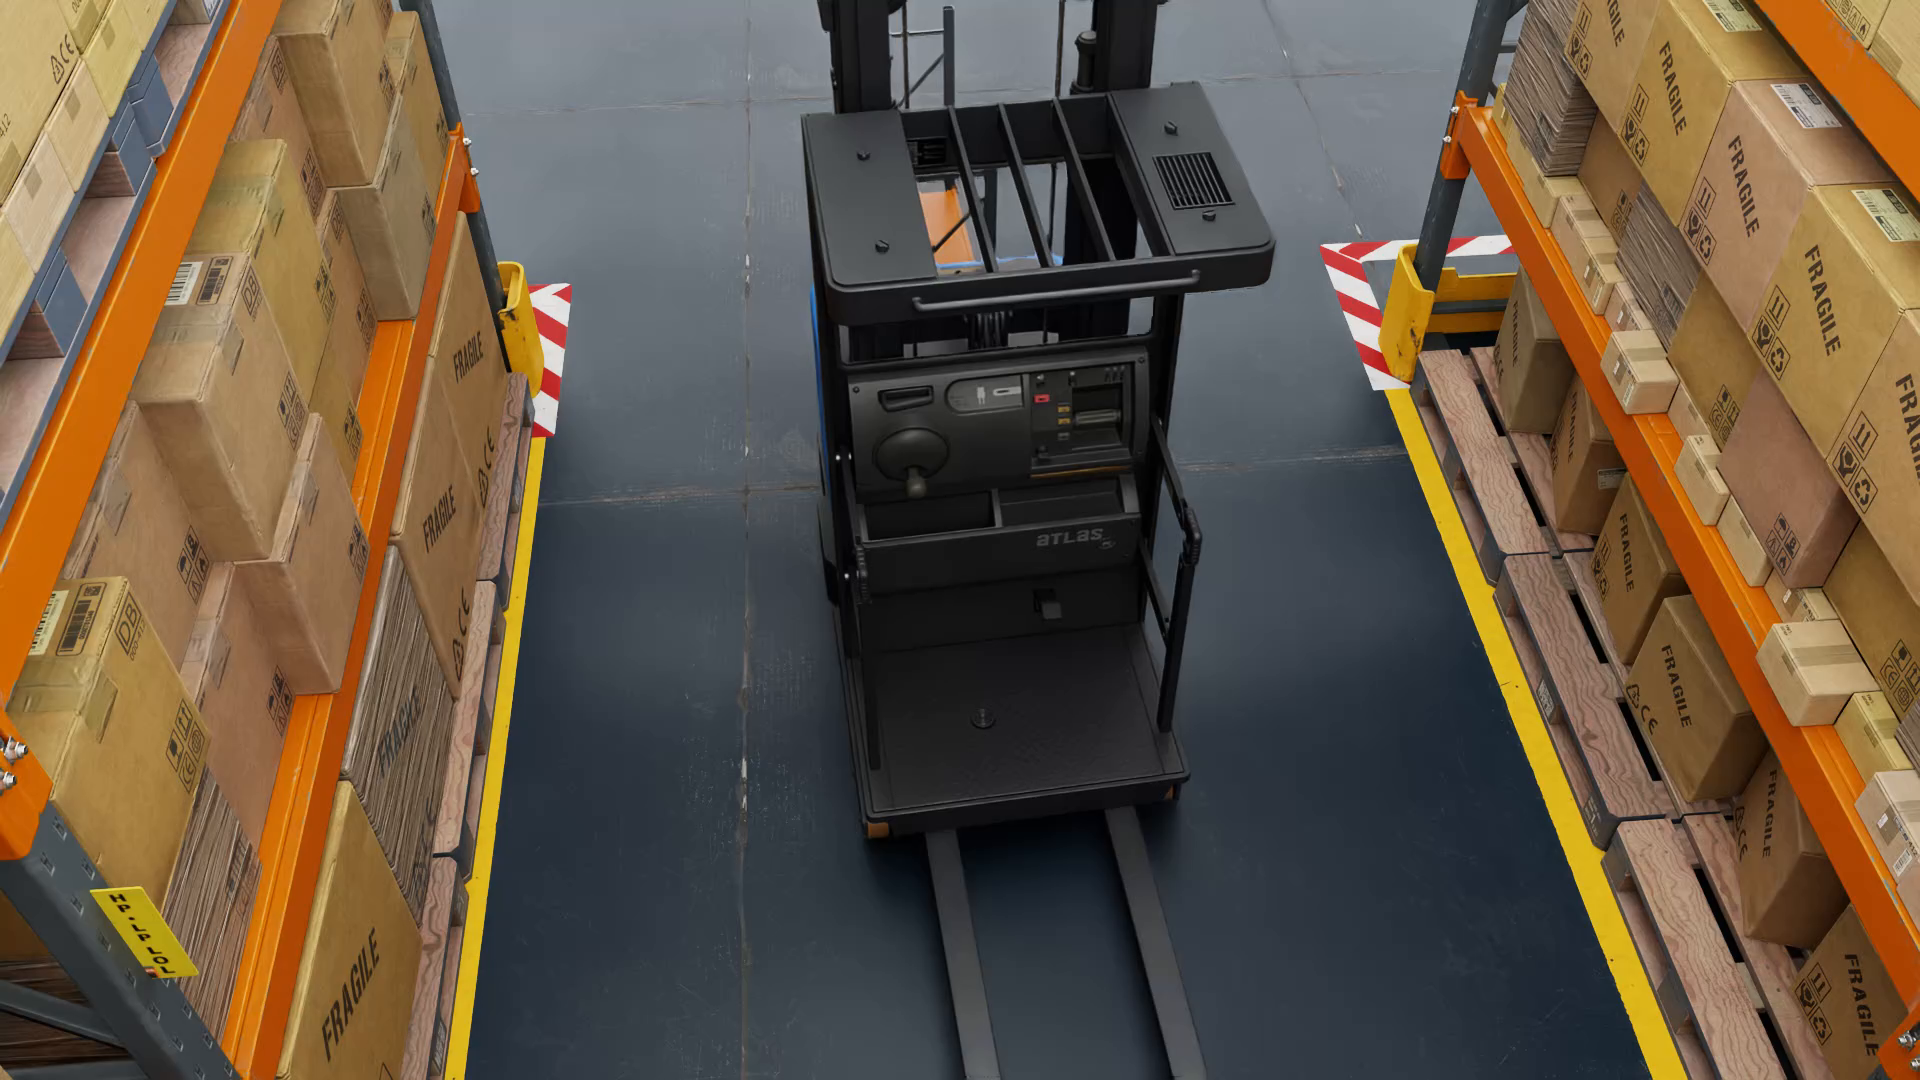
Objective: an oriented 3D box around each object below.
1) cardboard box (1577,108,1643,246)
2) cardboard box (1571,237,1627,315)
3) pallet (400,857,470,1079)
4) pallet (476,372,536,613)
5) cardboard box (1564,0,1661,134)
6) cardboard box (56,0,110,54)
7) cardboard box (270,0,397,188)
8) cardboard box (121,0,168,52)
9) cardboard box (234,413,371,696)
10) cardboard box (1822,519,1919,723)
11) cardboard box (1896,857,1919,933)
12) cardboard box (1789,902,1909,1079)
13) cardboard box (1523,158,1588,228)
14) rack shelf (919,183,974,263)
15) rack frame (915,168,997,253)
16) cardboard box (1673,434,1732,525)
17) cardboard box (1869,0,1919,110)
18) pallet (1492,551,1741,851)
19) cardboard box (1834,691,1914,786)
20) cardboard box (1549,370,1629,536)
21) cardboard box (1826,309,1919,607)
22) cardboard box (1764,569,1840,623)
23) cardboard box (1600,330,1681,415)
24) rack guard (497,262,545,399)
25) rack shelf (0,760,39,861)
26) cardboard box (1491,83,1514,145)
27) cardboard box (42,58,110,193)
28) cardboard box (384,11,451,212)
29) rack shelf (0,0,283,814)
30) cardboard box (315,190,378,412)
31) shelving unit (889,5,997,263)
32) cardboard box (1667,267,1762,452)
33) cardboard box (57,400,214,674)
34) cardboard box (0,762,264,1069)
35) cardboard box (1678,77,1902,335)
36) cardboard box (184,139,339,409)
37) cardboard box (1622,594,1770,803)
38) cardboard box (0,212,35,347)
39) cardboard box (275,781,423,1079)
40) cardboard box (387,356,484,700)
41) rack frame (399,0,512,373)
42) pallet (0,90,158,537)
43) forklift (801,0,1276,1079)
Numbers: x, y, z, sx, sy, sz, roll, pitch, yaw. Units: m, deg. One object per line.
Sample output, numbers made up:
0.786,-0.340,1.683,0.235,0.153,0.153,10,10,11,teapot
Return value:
2.679,-1.331,5.671,0.875,0.500,0.500,-3,47,-3,cardboard box
2.348,-0.916,5.725,0.380,0.149,0.250,-3,47,-3,cardboard box
-2.103,1.578,5.110,1.003,0.211,1.213,-3,47,-3,pallet
-2.308,-0.187,6.782,1.003,0.211,1.213,-3,47,-3,pallet
2.308,-1.652,5.286,0.500,0.500,0.500,-3,47,-3,cardboard box
-1.966,-1.188,3.283,0.500,0.250,0.500,-4,47,-4,cardboard box
-2.322,-1.480,5.238,0.875,0.550,0.550,-3,47,-3,cardboard box
-1.918,-1.155,3.527,0.380,0.149,0.250,-3,47,-3,cardboard box
-2.157,0.062,4.522,0.875,0.550,0.550,-3,47,-3,cardboard box
2.851,0.116,4.301,0.875,0.500,0.500,-3,47,-3,cardboard box
2.522,0.895,4.010,0.380,0.149,0.250,-3,47,-3,cardboard box
2.840,1.369,4.820,0.500,0.500,0.500,-5,47,-5,cardboard box
2.293,-1.277,6.067,0.380,0.149,0.250,-3,47,-3,cardboard box
-0.193,-1.123,7.029,0.538,0.185,1.000,-6,47,-6,rack shelf
-0.114,-0.882,6.553,0.500,1.500,0.032,-6,47,-6,rack frame
2.411,-0.192,5.039,0.380,0.149,0.250,-3,47,-3,cardboard box
2.454,-1.095,3.758,0.500,0.250,0.500,-4,47,-4,cardboard box
2.637,0.536,6.097,1.003,0.211,1.213,-3,47,-3,pallet
2.550,0.529,4.357,0.380,0.149,0.250,-3,47,-3,cardboard box
2.618,-0.350,6.448,0.500,0.500,0.500,8,47,7,cardboard box
2.478,-0.205,3.916,0.500,0.500,0.500,-3,47,-3,cardboard box
2.528,0.166,4.700,0.380,0.149,0.250,-3,47,-3,cardboard box
2.314,-0.550,5.378,0.380,0.149,0.250,-3,47,-3,cardboard box
-2.455,-0.878,7.237,1.175,0.500,0.348,-3,47,-3,rack guard
-1.950,1.837,1.374,1.077,0.370,4.000,-3,47,-3,rack shelf
2.285,-1.641,6.411,0.380,0.149,0.250,-3,47,-3,cardboard box
-1.873,-0.783,3.174,0.380,0.149,0.250,-4,47,-4,cardboard box
-2.376,-1.506,6.007,0.875,0.550,0.550,-3,47,-3,cardboard box
-2.285,-1.057,4.115,1.077,0.370,4.000,-3,47,-3,rack shelf
-2.387,-0.696,5.240,0.875,0.550,0.550,-3,47,-3,cardboard box
-0.191,-1.241,6.892,0.587,1.500,1.083,-6,47,-6,shelving unit
2.708,-0.604,4.982,0.875,0.500,0.500,-3,47,-3,cardboard box
-2.276,0.091,3.750,0.875,0.550,0.550,-3,47,-3,cardboard box
-2.160,0.856,3.770,0.875,0.550,0.550,-3,47,-3,cardboard box
2.399,-0.929,4.601,0.500,0.500,0.500,-3,47,-3,cardboard box
-2.237,-0.691,4.491,0.875,0.550,0.500,-3,47,-3,cardboard box
2.654,0.511,5.633,0.500,0.500,0.500,-7,47,-7,cardboard box
-1.833,-0.421,2.832,0.380,0.149,0.250,-3,47,-3,cardboard box
-2.101,1.301,4.626,0.875,0.875,0.875,-3,47,-3,cardboard box
-2.254,-0.011,5.868,0.875,0.875,0.875,-4,47,-4,cardboard box
-2.453,-1.720,6.313,1.000,3.000,0.127,-3,47,-3,rack frame
-2.176,-0.419,3.076,1.003,0.211,1.213,-3,47,-3,pallet
0.161,-0.261,4.978,1.130,2.935,3.031,-6,47,-6,forklift
